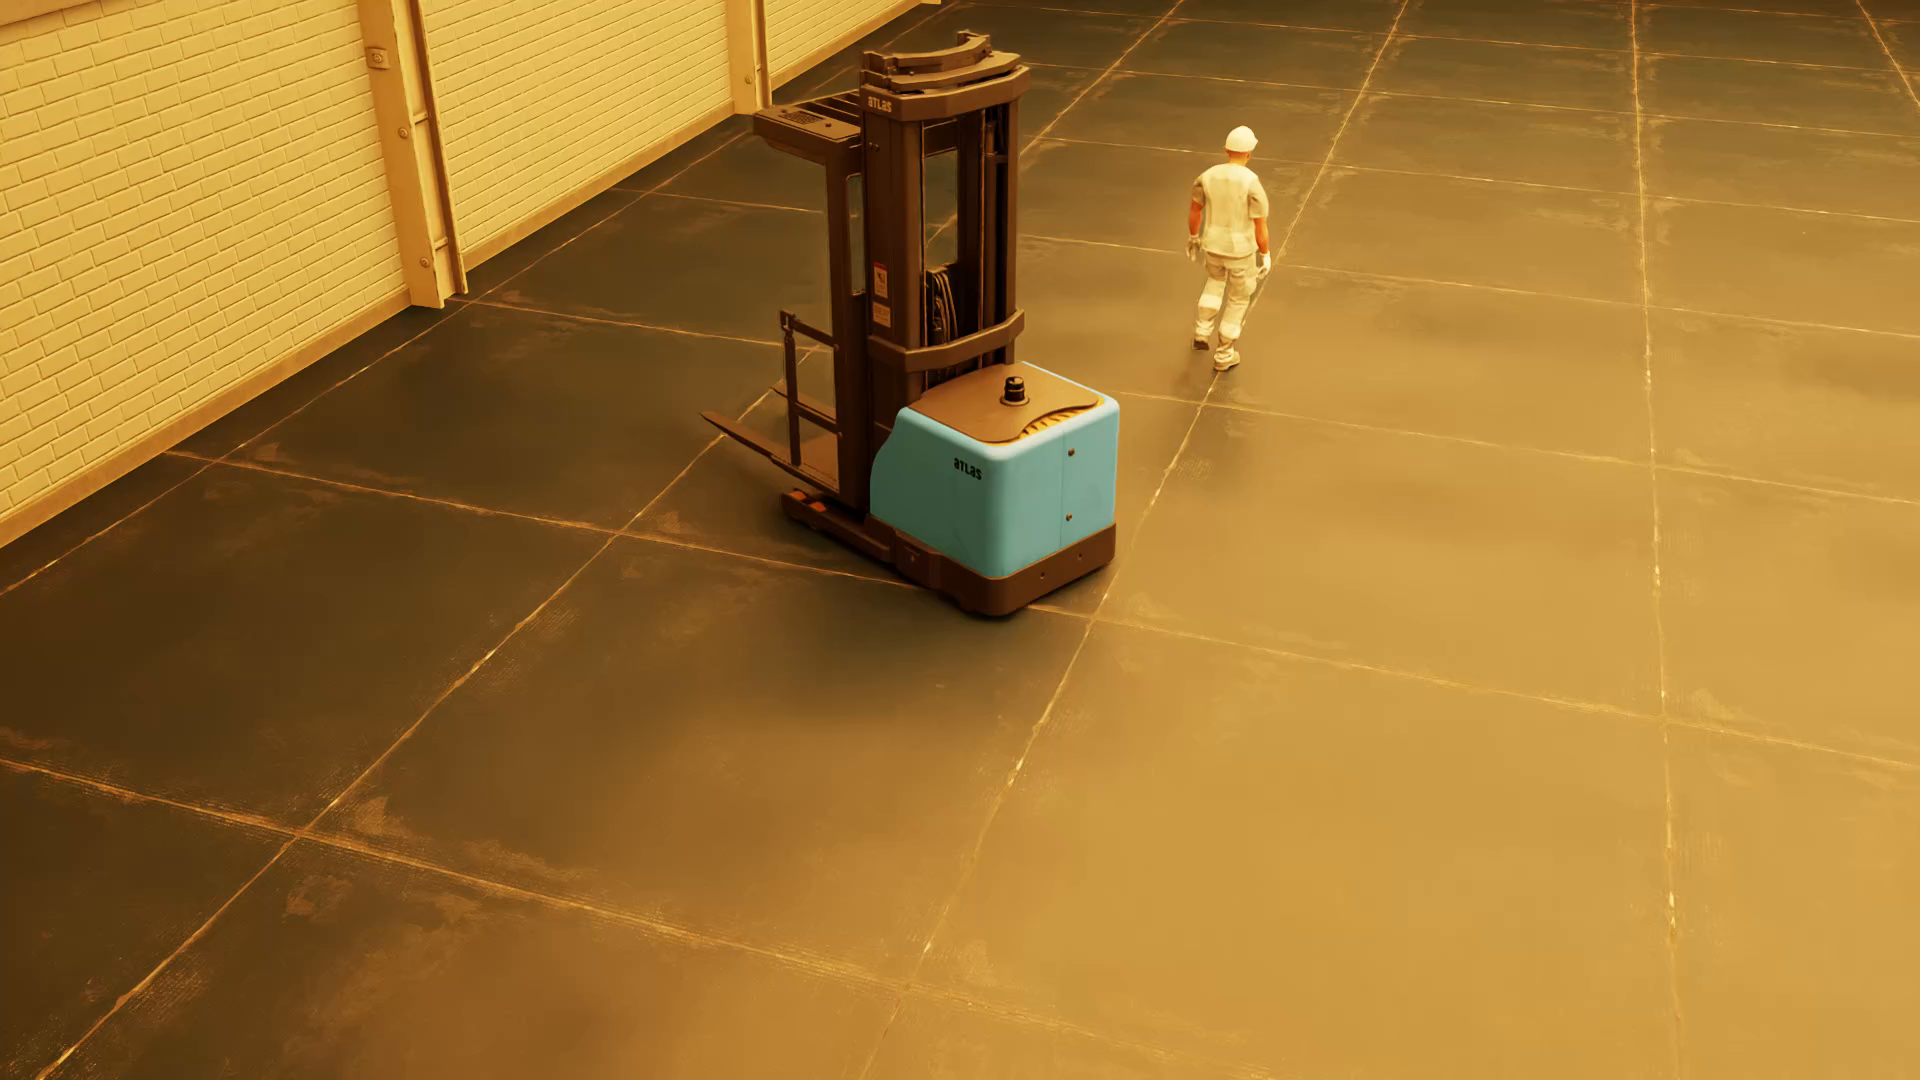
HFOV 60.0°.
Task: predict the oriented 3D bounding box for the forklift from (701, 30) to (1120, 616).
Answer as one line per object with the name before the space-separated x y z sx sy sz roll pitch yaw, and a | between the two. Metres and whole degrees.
forklift | -0.460 -1.493 9.755 1.130 2.935 3.031 -25 38 -36

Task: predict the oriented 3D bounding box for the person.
person | 1.976 -2.121 12.048 0.673 1.780 0.474 20 35 31
